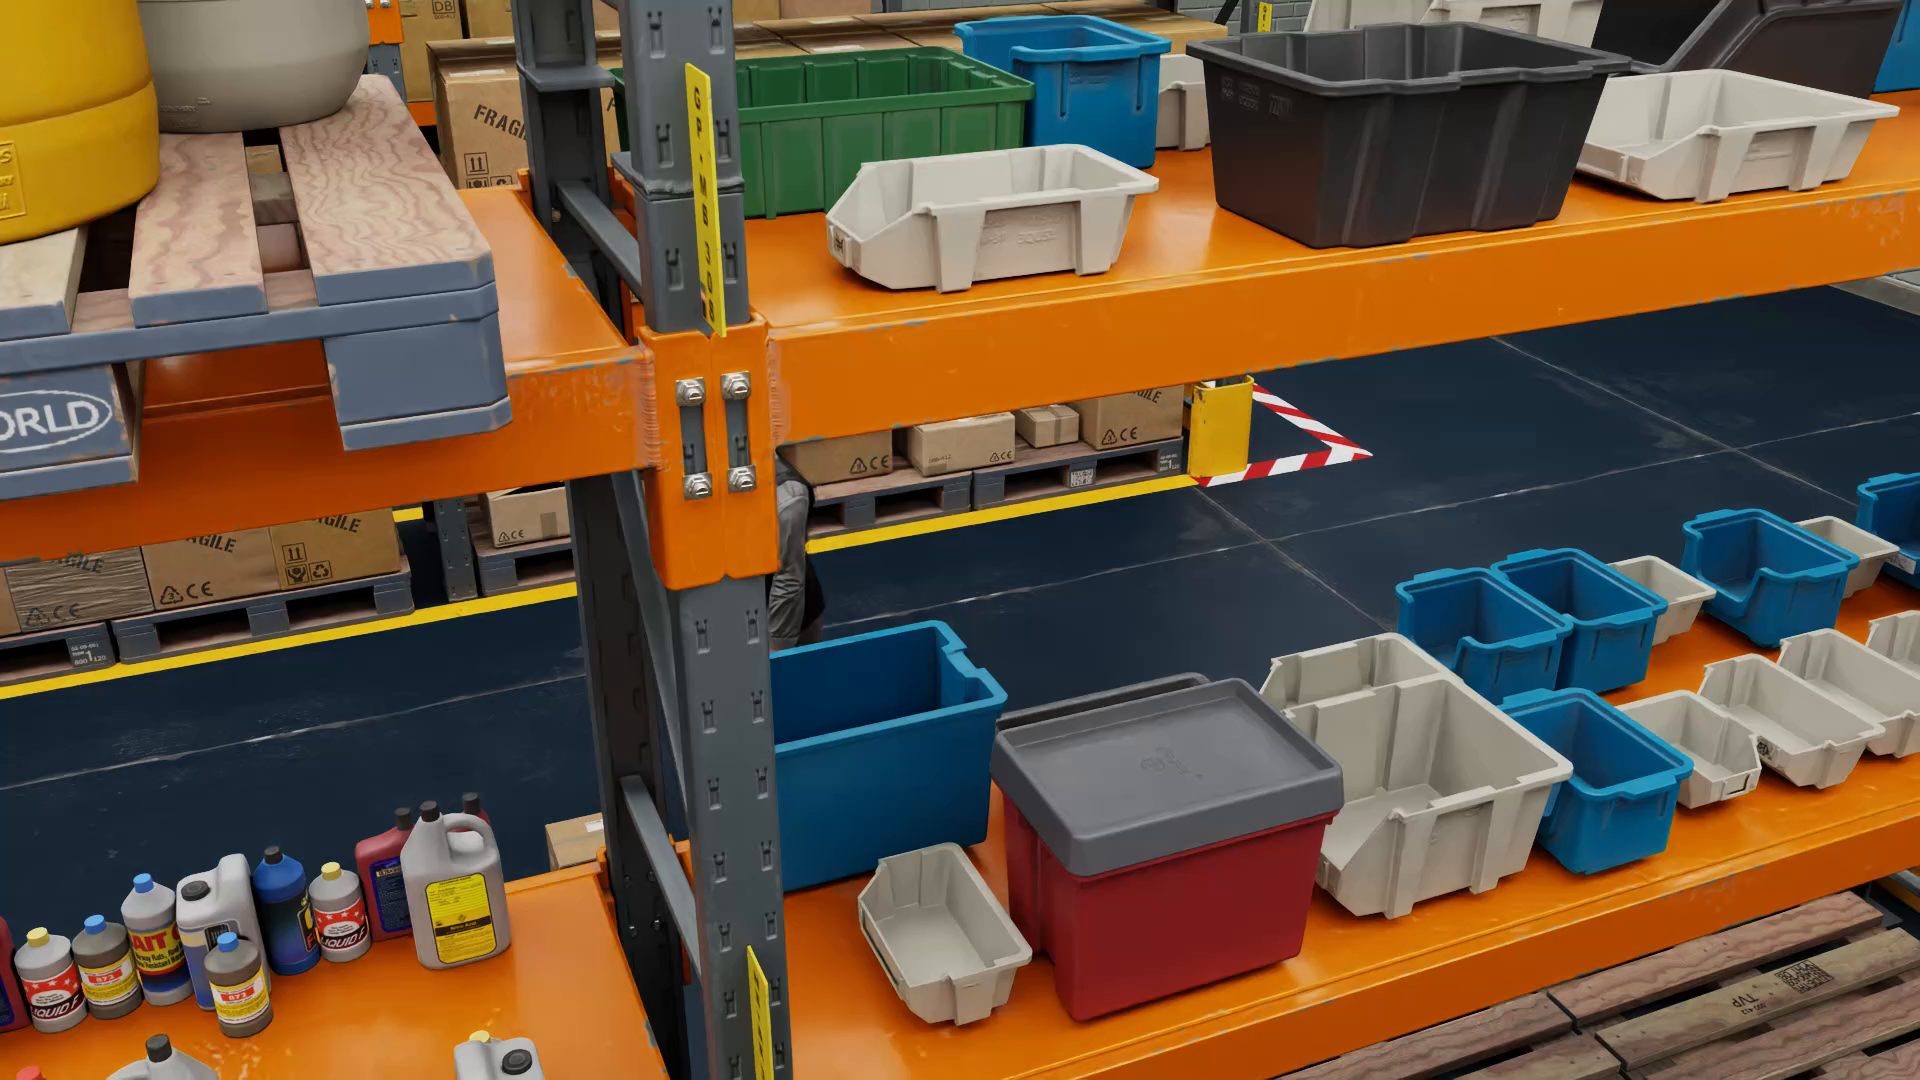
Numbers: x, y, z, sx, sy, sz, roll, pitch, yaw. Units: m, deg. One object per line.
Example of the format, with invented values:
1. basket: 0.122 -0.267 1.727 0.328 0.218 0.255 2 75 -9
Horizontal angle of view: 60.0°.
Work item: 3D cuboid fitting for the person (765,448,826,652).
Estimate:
1. person: -0.669 0.294 5.516 0.550 1.743 0.442 22 33 38
